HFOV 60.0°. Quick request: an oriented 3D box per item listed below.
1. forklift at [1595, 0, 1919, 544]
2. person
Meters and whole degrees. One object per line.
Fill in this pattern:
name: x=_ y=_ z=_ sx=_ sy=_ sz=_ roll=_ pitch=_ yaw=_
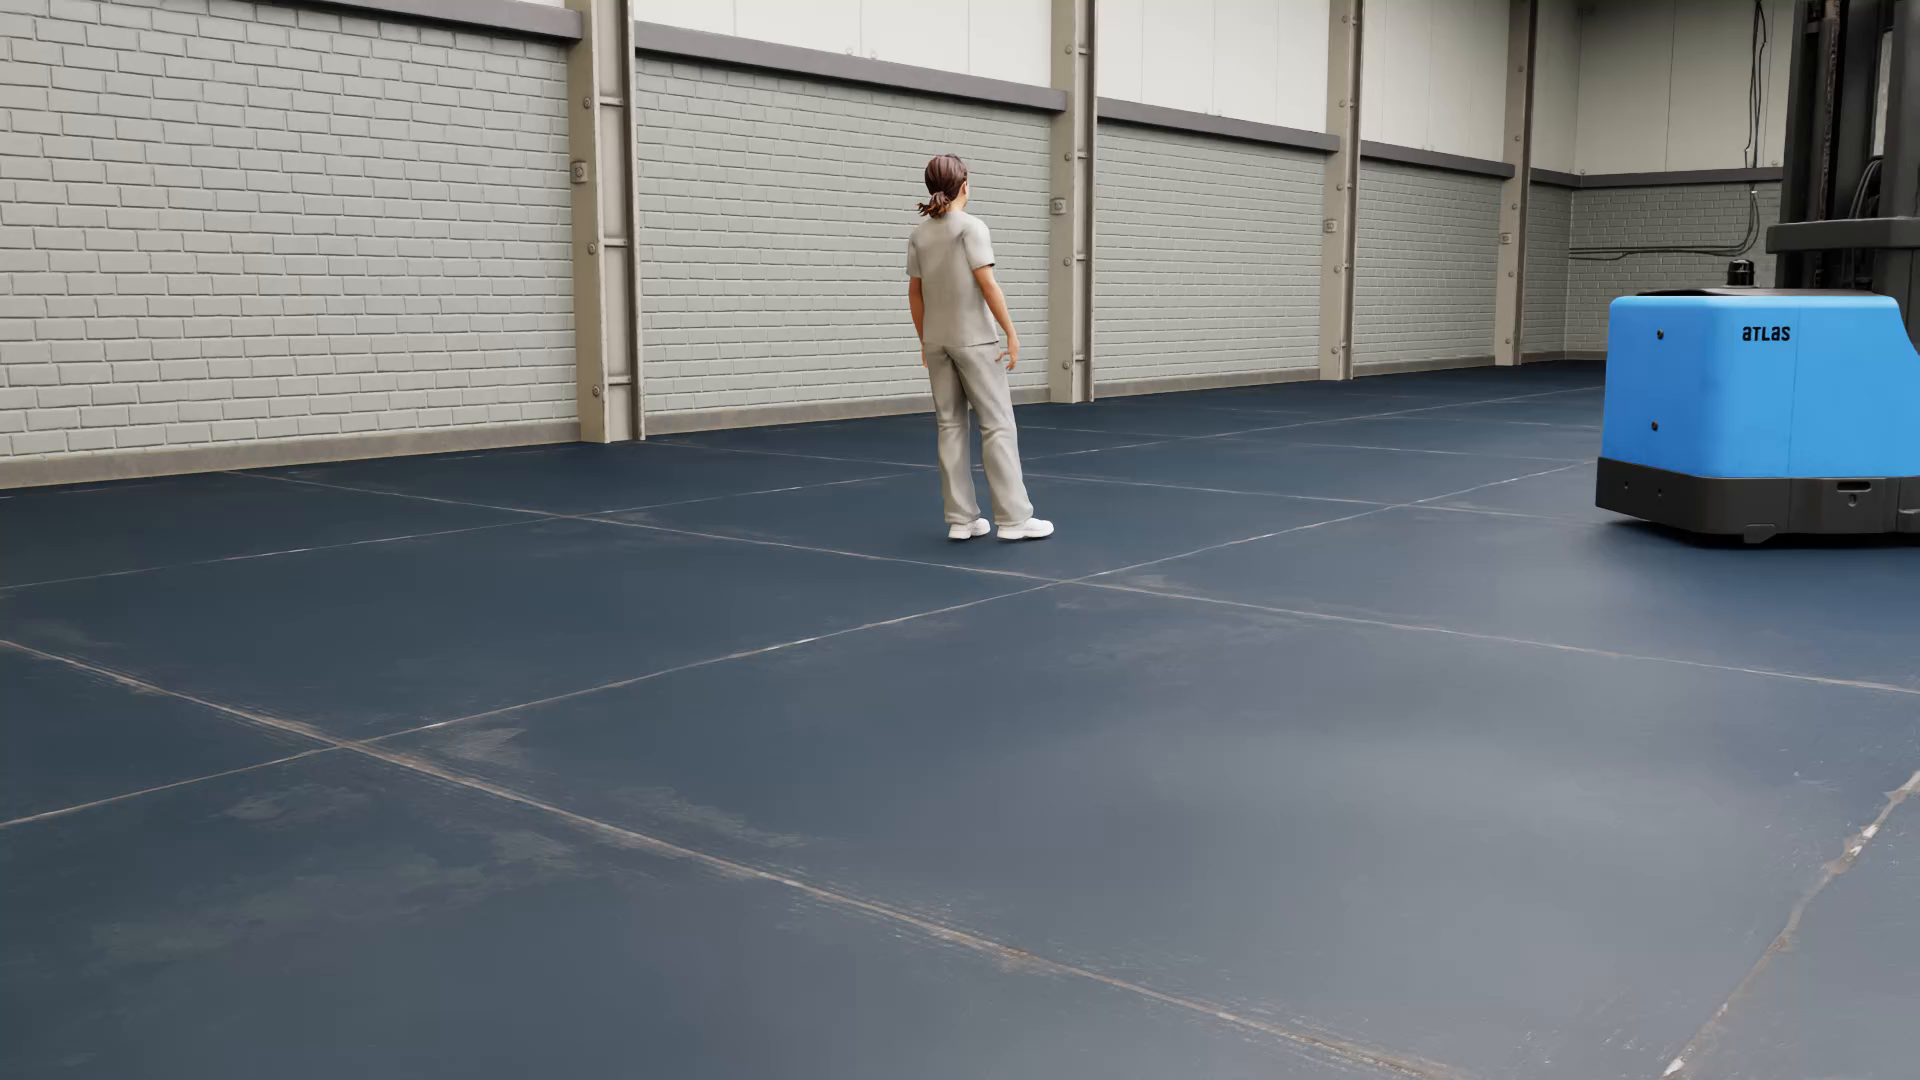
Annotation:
forklift: x=4.609 y=-1.497 z=7.515 sx=3.031 sy=2.935 sz=1.130 roll=-1 pitch=8 yaw=-5
person: x=0.057 y=-0.843 z=7.331 sx=0.549 sy=1.675 sz=0.549 roll=7 pitch=11 yaw=38
